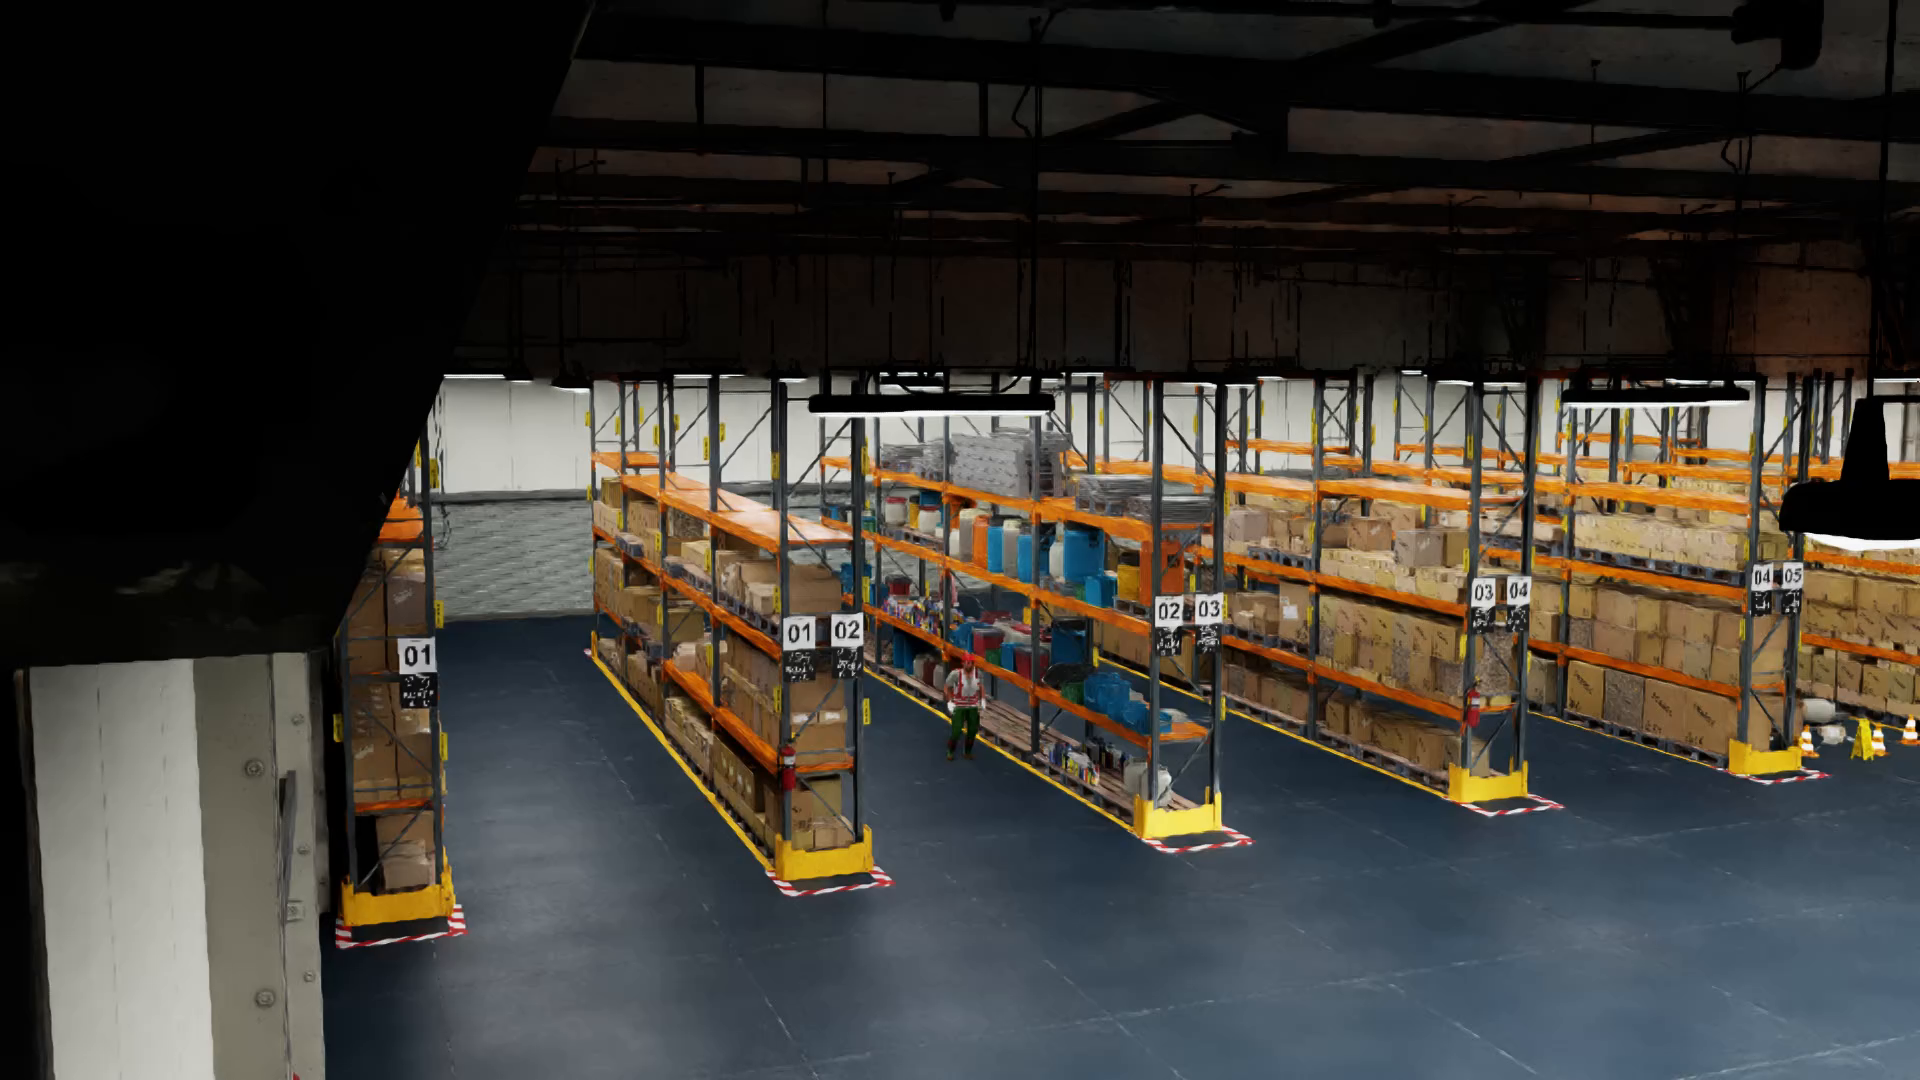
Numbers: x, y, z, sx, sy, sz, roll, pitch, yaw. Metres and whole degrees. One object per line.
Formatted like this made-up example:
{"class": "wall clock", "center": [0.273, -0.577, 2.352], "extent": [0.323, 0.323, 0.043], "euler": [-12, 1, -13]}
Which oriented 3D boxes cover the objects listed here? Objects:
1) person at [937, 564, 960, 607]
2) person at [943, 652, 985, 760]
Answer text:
{"class": "person", "center": [-0.333, 0.855, 41.862], "extent": [0.448, 1.590, 1.109], "euler": [-2, 7, -17]}
{"class": "person", "center": [0.083, 2.585, 25.920], "extent": [0.677, 1.742, 0.547], "euler": [-2, 7, -20]}
